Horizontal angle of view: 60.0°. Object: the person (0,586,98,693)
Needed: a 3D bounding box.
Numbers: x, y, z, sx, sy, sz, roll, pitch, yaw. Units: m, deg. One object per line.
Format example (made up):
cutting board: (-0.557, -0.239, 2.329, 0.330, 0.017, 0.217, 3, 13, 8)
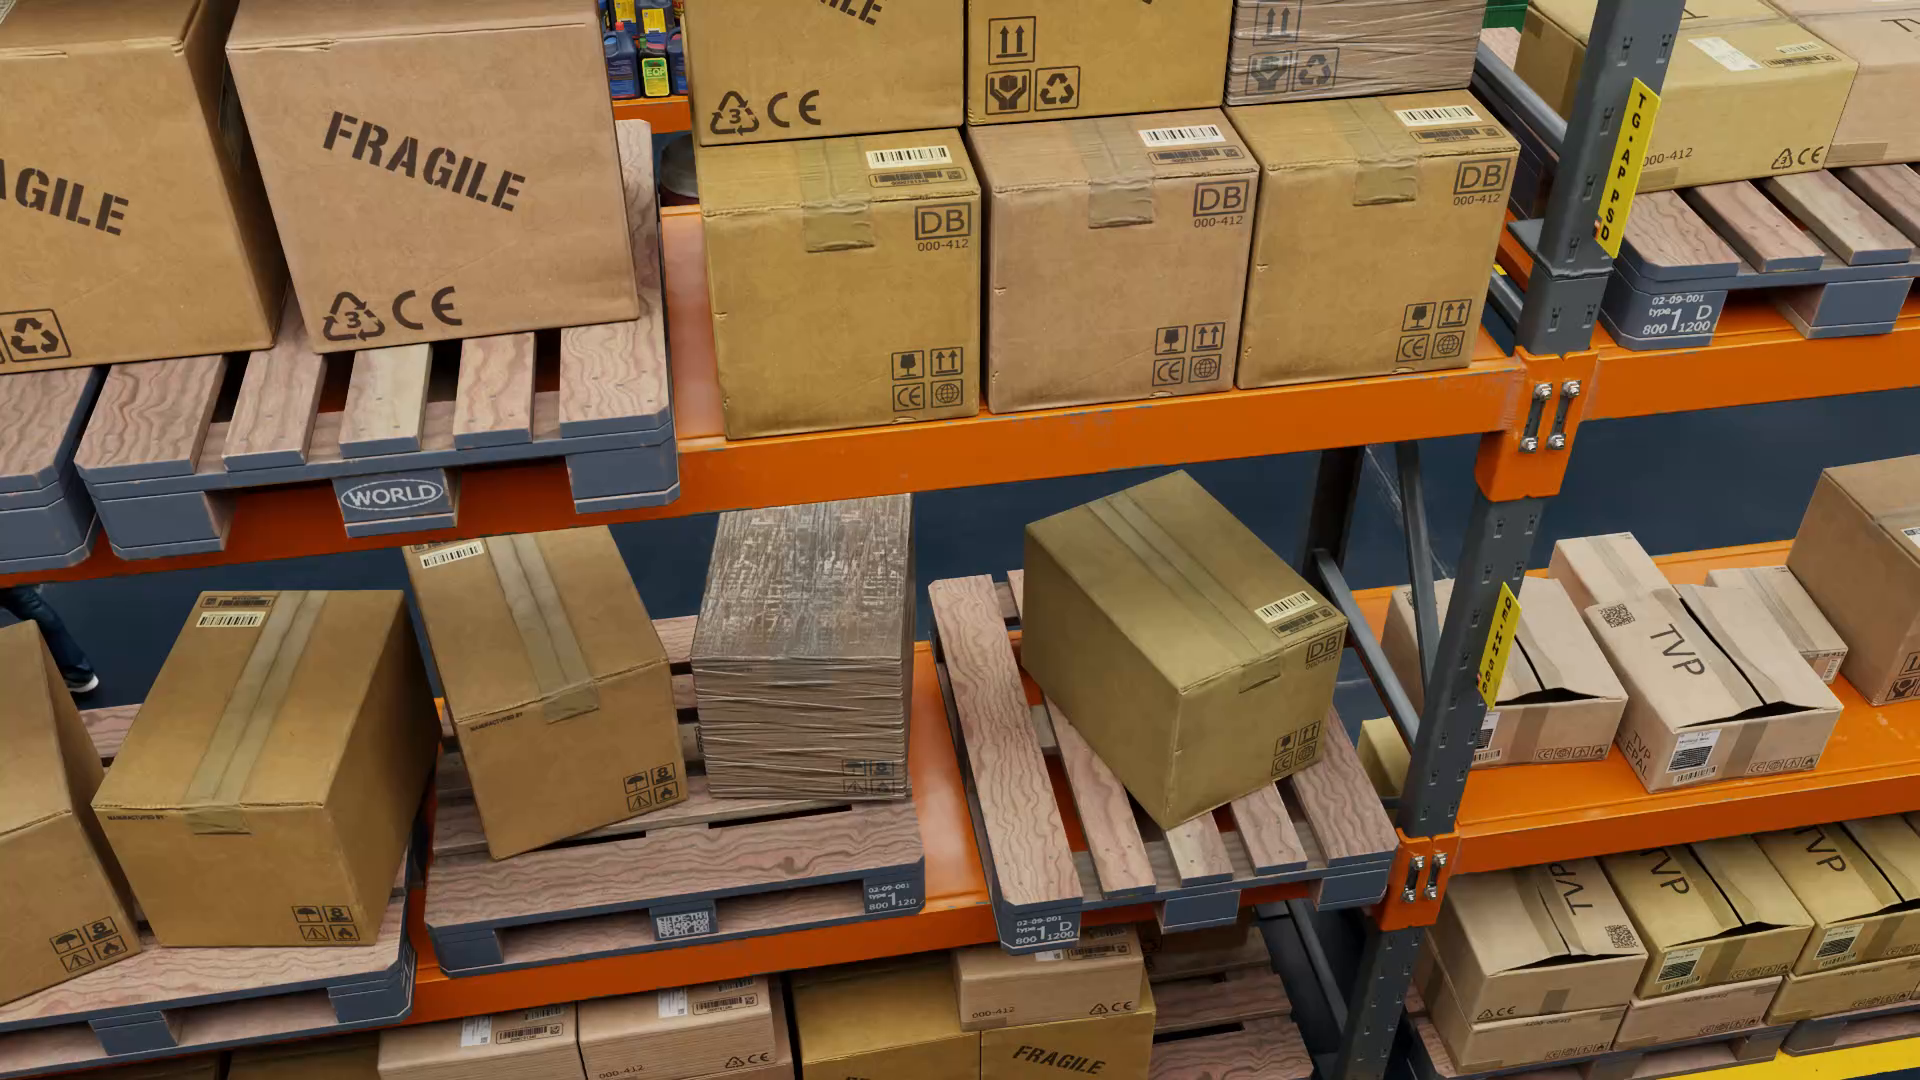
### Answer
person: (-3.811, -0.024, 6.199, 0.802, 1.579, 0.427, 5, 39, 6)
